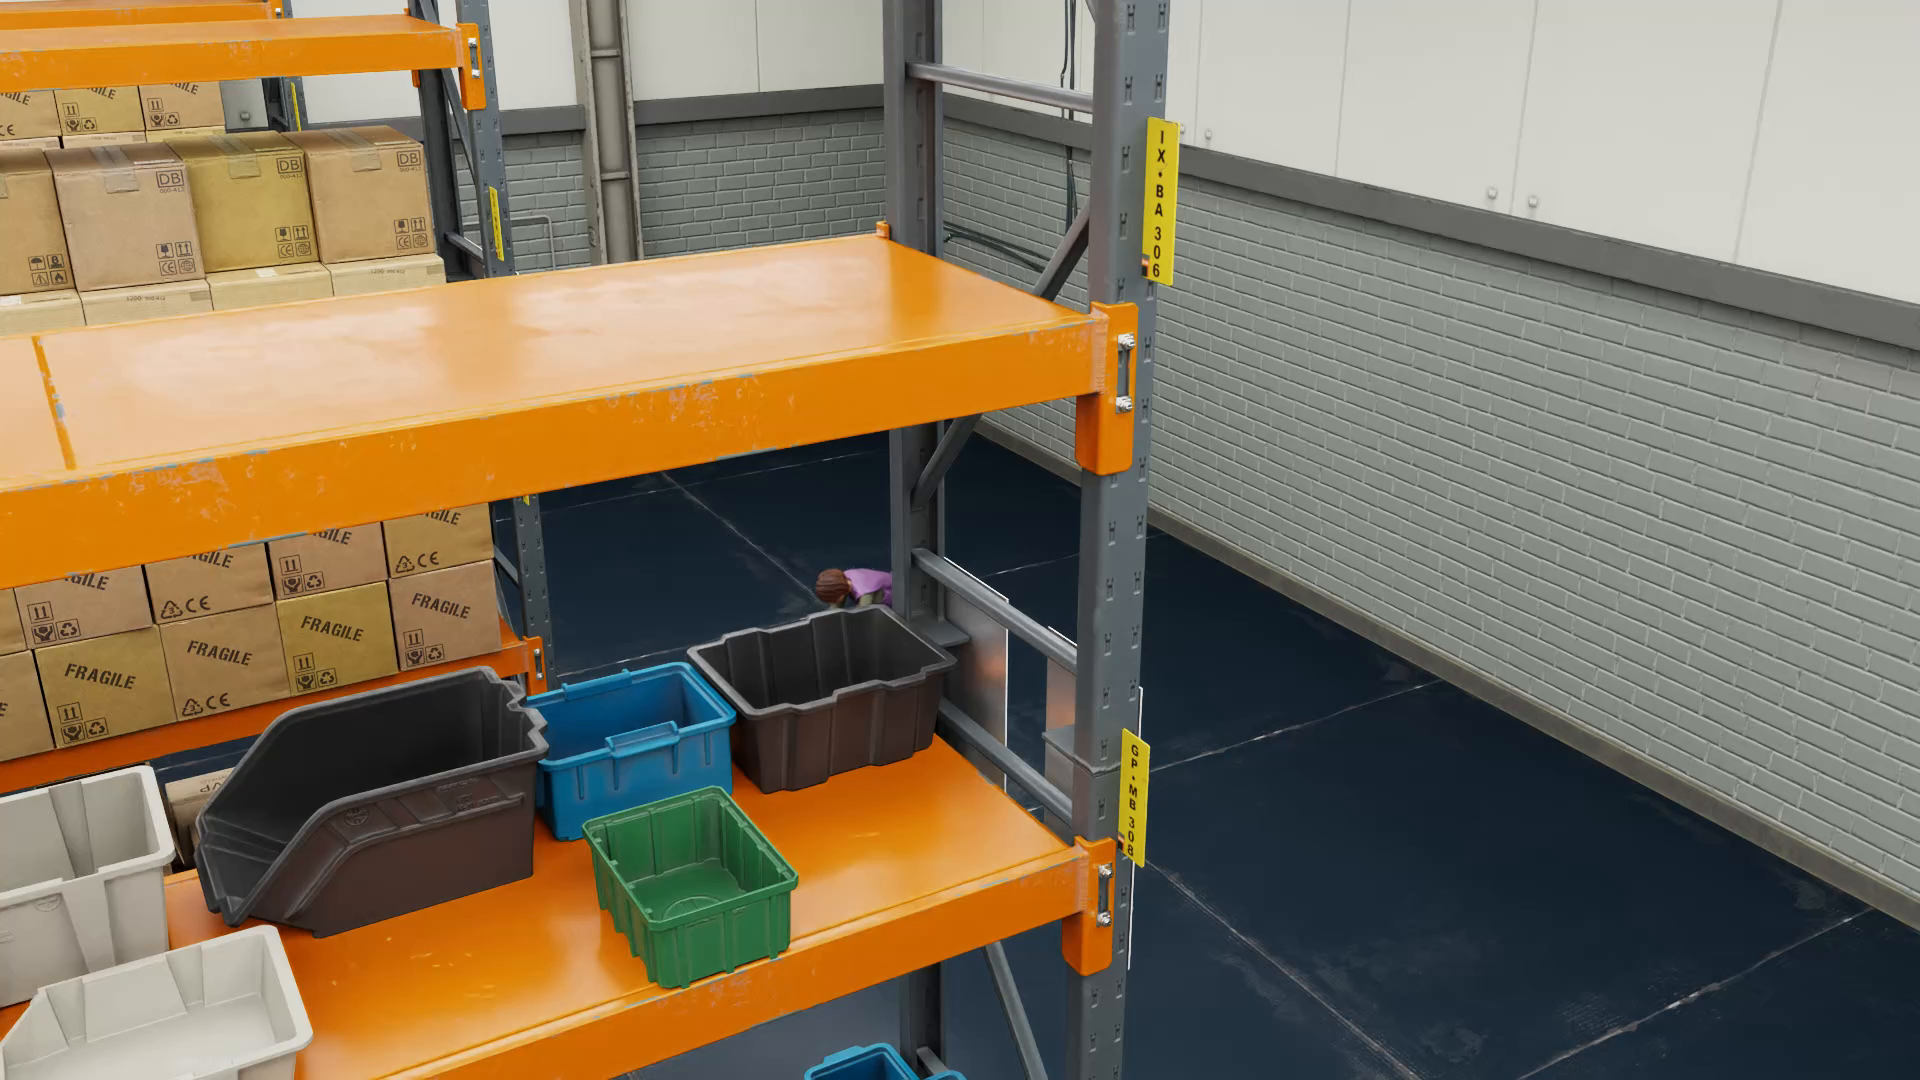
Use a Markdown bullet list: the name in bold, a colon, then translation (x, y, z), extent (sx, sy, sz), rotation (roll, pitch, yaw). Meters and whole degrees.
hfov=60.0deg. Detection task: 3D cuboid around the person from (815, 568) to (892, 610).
- **person**: translation (-0.603, 0.487, 11.003), extent (0.803, 0.774, 0.436), rotation (-12, 25, -28)
